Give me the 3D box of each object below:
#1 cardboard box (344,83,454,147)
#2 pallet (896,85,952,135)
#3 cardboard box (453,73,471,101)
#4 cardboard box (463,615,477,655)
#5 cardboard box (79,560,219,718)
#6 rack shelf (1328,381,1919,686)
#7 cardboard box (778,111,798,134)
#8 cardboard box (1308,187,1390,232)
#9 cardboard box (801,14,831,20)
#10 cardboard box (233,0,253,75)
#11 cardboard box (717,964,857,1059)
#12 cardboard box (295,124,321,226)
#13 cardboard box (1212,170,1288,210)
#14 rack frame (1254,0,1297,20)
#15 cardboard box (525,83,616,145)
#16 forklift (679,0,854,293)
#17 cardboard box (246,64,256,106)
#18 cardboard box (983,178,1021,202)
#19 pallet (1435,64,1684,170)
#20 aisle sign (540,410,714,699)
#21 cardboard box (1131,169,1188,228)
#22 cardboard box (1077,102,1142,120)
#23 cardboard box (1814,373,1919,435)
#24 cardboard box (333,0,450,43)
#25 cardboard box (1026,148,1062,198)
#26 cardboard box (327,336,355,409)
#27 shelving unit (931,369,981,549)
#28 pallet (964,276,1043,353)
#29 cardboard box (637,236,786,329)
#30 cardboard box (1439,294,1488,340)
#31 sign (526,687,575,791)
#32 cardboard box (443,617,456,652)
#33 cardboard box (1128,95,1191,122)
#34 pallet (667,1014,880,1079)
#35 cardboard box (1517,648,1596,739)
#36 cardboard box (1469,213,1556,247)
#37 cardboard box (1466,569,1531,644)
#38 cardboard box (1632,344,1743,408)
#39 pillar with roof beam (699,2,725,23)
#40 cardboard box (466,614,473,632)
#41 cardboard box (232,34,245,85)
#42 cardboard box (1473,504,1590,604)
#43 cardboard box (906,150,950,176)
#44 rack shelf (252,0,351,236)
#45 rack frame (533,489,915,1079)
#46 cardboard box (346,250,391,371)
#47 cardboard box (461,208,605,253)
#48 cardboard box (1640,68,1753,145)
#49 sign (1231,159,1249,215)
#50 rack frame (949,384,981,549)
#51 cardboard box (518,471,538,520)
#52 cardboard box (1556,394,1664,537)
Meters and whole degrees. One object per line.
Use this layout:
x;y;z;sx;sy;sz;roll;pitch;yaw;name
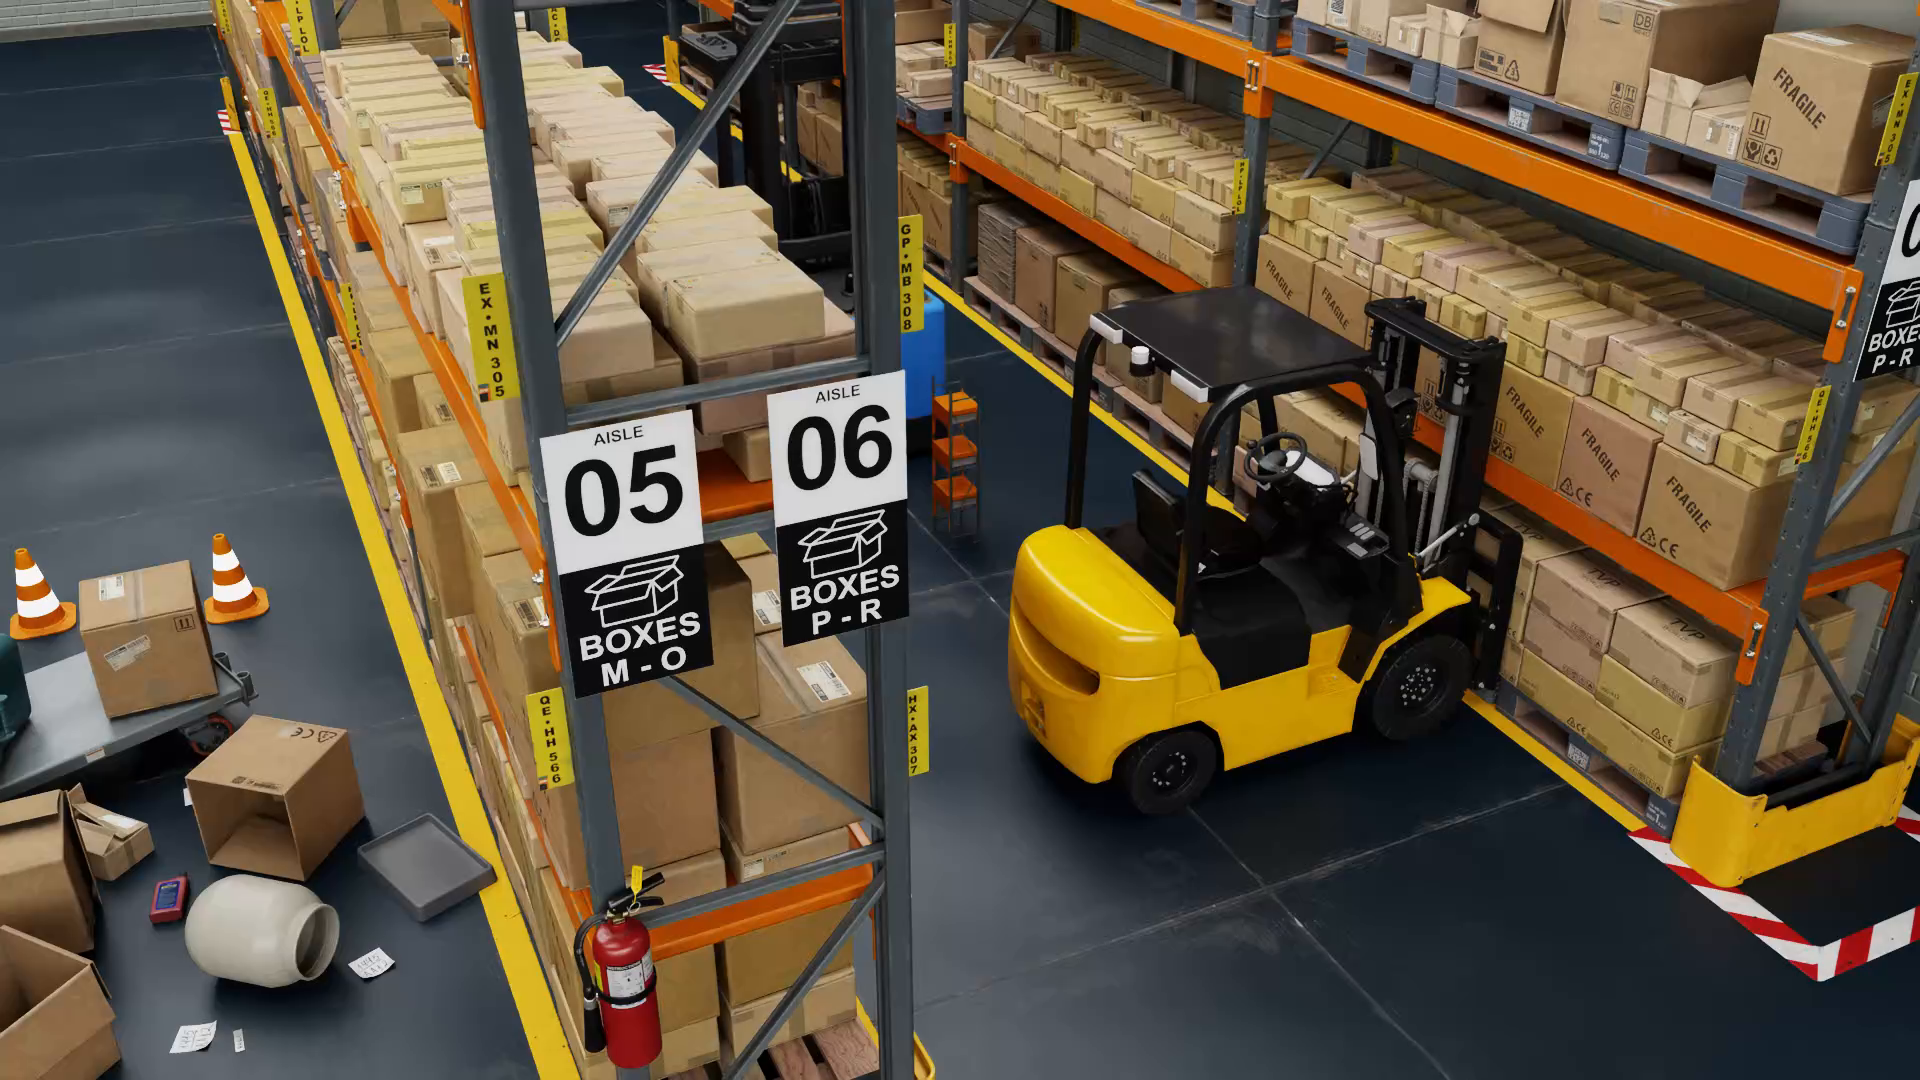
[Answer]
-2.180;-1.663;6.496;0.380;0.149;0.250;-13;32;-22;cardboard box
0.058;-3.684;13.923;1.213;0.211;1.003;-13;32;-22;pallet
-1.919;-1.906;7.337;0.500;0.250;0.500;-13;32;-22;cardboard box
-1.832;0.316;6.849;0.380;0.149;0.250;-13;32;-22;cardboard box
-3.947;0.474;8.091;0.500;0.500;0.500;-13;32;-22;cardboard box
2.988;-0.519;8.817;1.077;0.370;4.000;-13;32;-22;rack shelf
-1.810;-4.374;17.443;0.380;0.149;0.250;-14;32;-23;cardboard box
2.208;-1.877;9.433;0.380;0.149;0.250;-13;32;-21;cardboard box
-1.077;-4.988;15.519;0.700;0.500;0.500;-13;32;-21;cardboard box
-5.401;-3.990;13.148;0.500;0.500;0.500;-14;32;-23;cardboard box
-10.081;2.948;2.759;20.716;1.739;1.673;-13;32;-22;cardboard box
-3.855;-2.320;10.458;0.500;0.500;0.500;-11;31;-19;cardboard box
1.782;-2.147;10.220;0.380;0.149;0.250;-12;31;-20;cardboard box
2.129;-4.333;8.750;1.000;3.000;0.127;-13;32;-22;rack frame
-1.558;-1.668;6.505;0.380;0.149;0.250;-14;32;-23;cardboard box
-1.206;-2.413;11.530;1.121;2.935;3.031;-14;32;-24;forklift
-5.411;-3.653;13.312;0.500;0.250;0.500;-13;32;-21;cardboard box
0.484;-2.821;14.314;0.500;0.500;0.500;-12;31;-20;cardboard box
3.039;-2.077;7.883;1.003;0.211;1.213;-13;32;-22;pallet
-0.870;0.049;4.411;0.394;0.787;0.004;-13;32;-22;aisle sign
1.460;-2.258;10.825;0.500;0.250;0.500;-14;32;-23;cardboard box
1.045;-2.945;11.642;0.380;0.149;0.250;-13;32;-22;cardboard box
3.895;-0.599;7.155;0.380;0.149;0.250;-14;32;-23;cardboard box
-2.716;-2.546;7.842;0.500;0.250;0.500;-12;32;-21;cardboard box
0.821;-2.721;12.162;0.500;0.250;0.500;-14;32;-24;cardboard box
-3.836;-1.225;11.598;0.950;0.372;0.625;-15;33;-25;cardboard box
-0.023;-0.482;10.008;0.215;1.050;0.252;-13;32;-22;shelving unit
0.730;-1.895;13.387;1.003;0.211;1.213;-13;32;-22;pallet
-0.726;-0.760;4.886;0.380;0.149;0.250;-13;32;-22;cardboard box
2.674;-1.160;8.459;0.380;0.149;0.250;-14;32;-23;cardboard box
-1.145;0.559;4.652;0.100;0.325;0.005;-13;32;-22;sign
-2.121;0.345;7.492;0.380;0.149;0.250;-12;31;-20;cardboard box
1.411;-3.035;11.802;0.380;0.149;0.250;-12;31;-21;cardboard box
-0.984;1.911;6.599;1.003;0.211;1.213;-13;32;-22;pallet
3.154;0.704;8.283;0.500;0.250;0.500;-13;32;-22;cardboard box
2.992;-1.645;9.021;0.380;0.149;0.250;-14;32;-23;cardboard box
2.909;0.252;8.578;0.500;0.250;0.500;-14;32;-23;cardboard box
3.232;-0.732;7.392;0.380;0.149;0.250;-12;32;-21;cardboard box
-7.254;-10.110;19.052;9.100;9.000;0.400;-13;32;-22;pillar with roof beam
-1.740;0.067;6.630;0.500;0.500;0.500;-13;32;-21;cardboard box
-6.217;-4.401;14.903;0.500;0.500;0.500;-13;32;-22;cardboard box
2.917;0.047;8.431;0.500;0.250;0.500;-13;32;-21;cardboard box
-0.247;-3.264;14.440;0.380;0.149;0.250;-14;32;-24;cardboard box
-3.211;-2.551;9.373;1.077;0.370;4.000;-13;32;-22;rack shelf
-0.635;1.094;5.204;1.000;3.000;0.127;-13;32;-22;rack frame
-2.359;-1.042;7.586;0.700;0.500;0.500;-13;32;-22;cardboard box
-1.311;-0.893;5.124;0.380;0.149;0.250;-13;32;-22;cardboard box
3.108;-1.840;6.977;0.396;0.266;0.258;-13;32;-22;cardboard box
1.643;-2.069;9.742;0.100;0.325;0.005;-13;32;-22;sign
0.029;-0.428;9.912;0.200;1.050;0.008;-13;32;-22;rack frame
-1.041;-0.203;4.709;0.380;0.149;0.250;-13;32;-22;cardboard box
3.184;-0.387;7.743;0.500;0.500;0.500;-12;31;-20;cardboard box
